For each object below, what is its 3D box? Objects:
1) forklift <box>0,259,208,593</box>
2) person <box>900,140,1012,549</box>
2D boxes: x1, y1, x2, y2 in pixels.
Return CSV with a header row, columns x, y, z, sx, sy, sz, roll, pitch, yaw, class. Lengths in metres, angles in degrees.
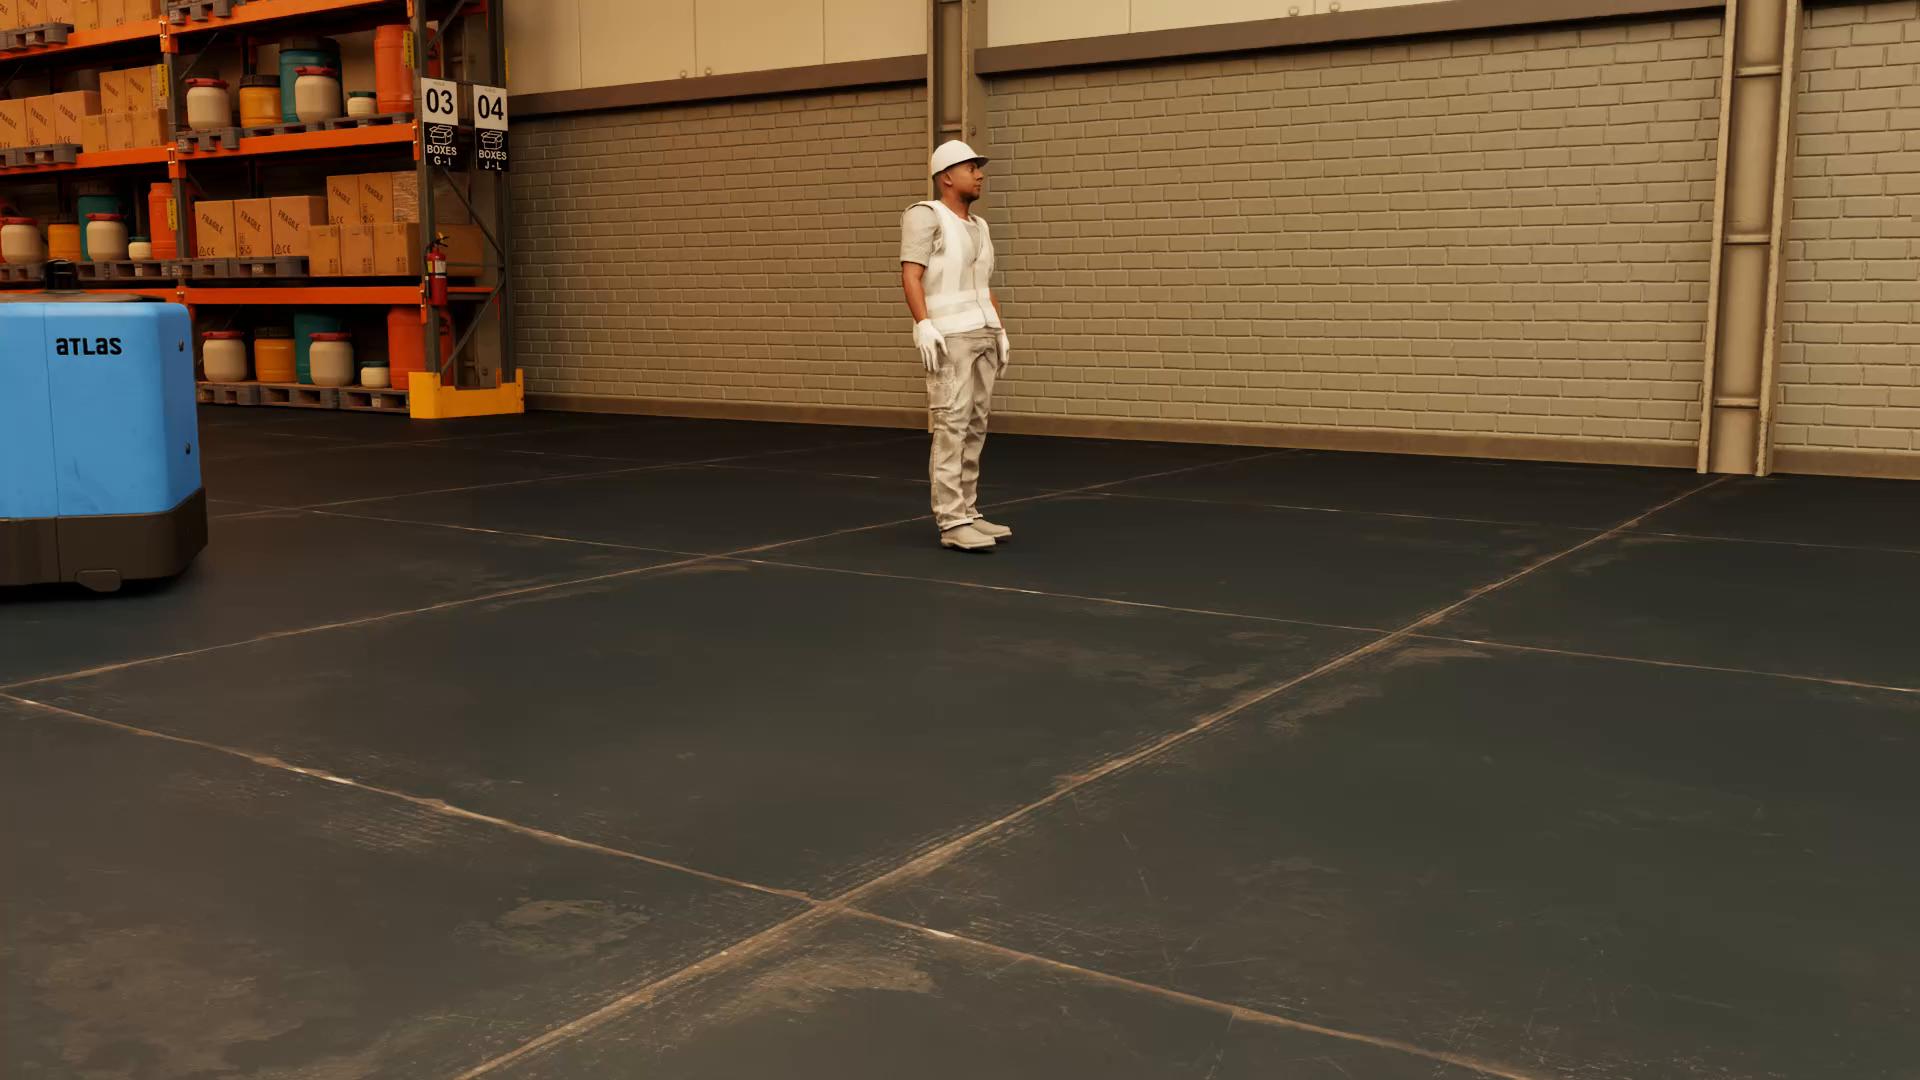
x,y,z,sx,sy,sz,roll,pitch,yaw,class
-4.489,-1.248,5.968,3.031,2.935,1.130,-3,8,-17,forklift
0.055,-0.883,7.430,0.575,1.785,0.657,5,10,34,person
